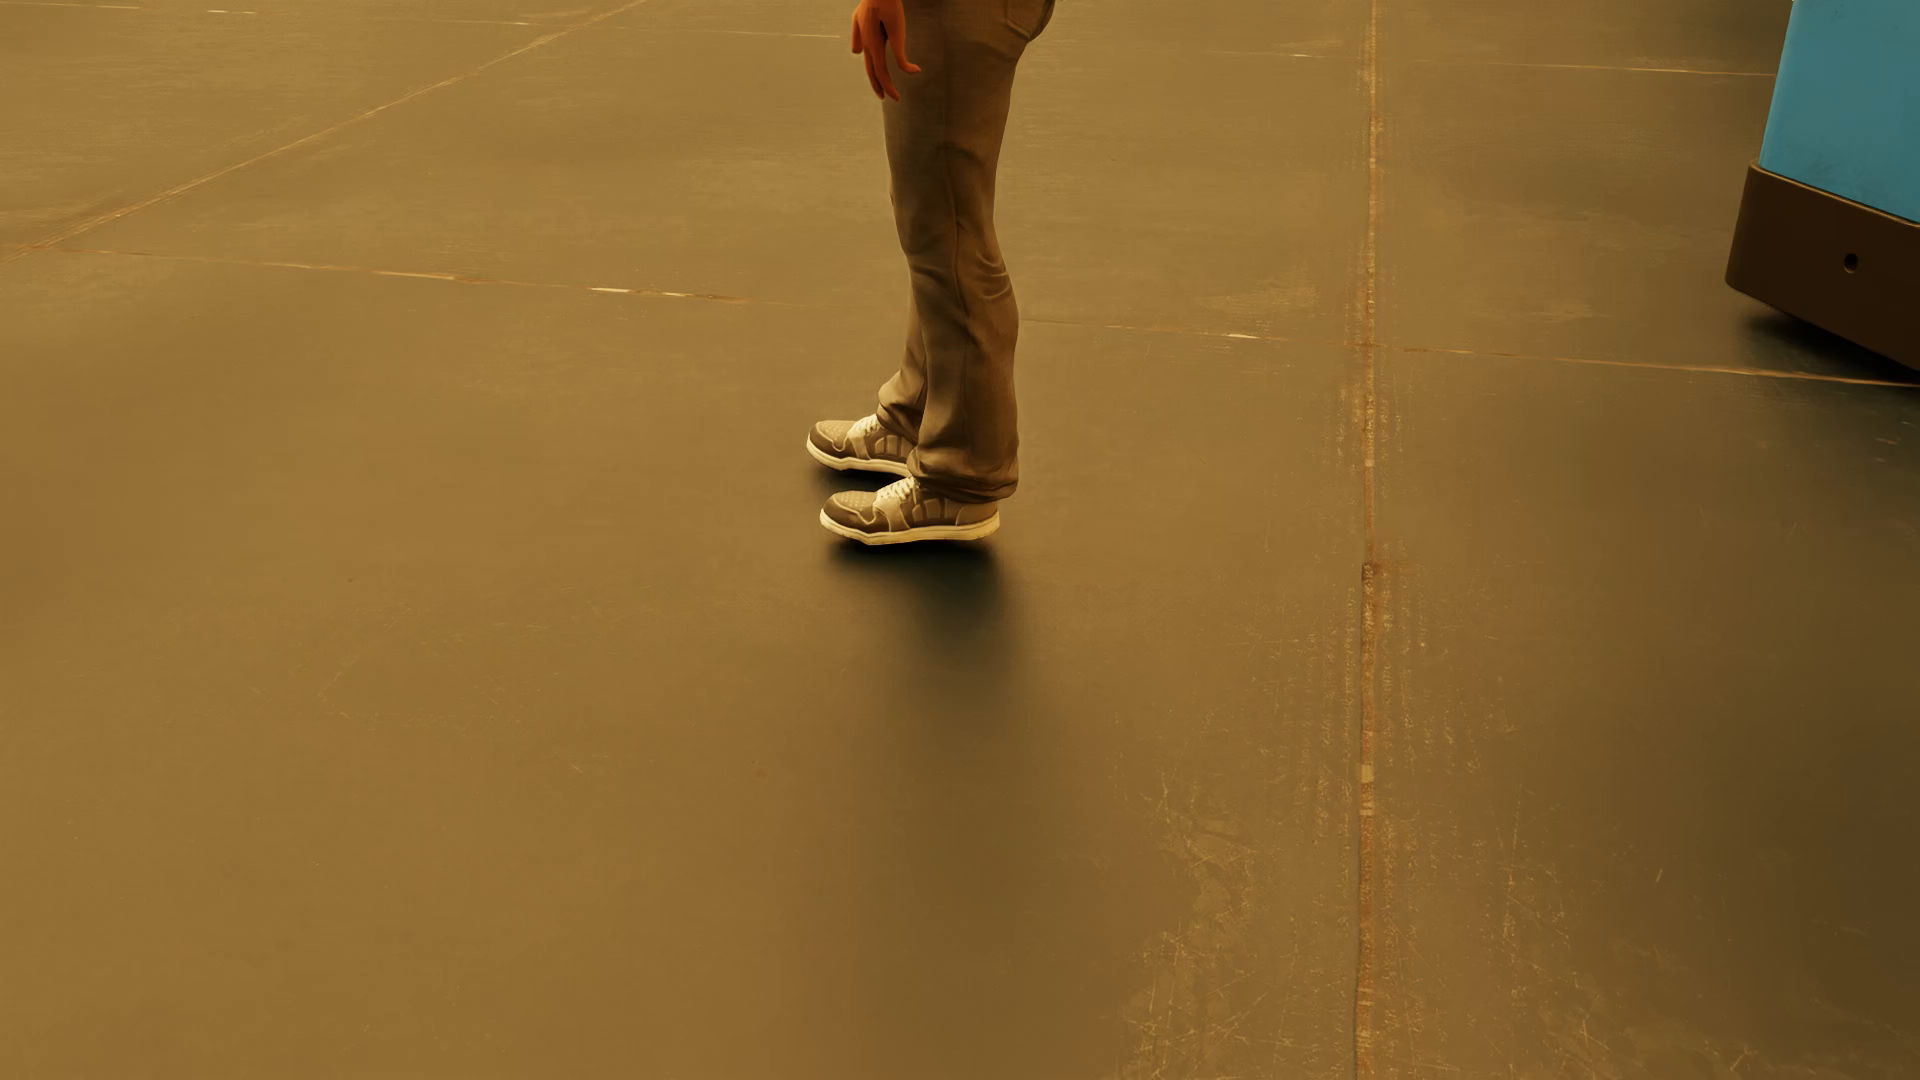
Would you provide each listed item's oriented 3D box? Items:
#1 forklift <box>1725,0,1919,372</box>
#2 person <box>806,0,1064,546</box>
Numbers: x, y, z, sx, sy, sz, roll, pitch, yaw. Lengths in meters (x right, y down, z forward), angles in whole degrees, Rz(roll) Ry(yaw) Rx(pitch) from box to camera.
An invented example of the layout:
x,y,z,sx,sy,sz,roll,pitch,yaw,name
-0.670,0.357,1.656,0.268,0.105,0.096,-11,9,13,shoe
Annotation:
x,y,z,sx,sy,sz,roll,pitch,yaw,name
3.127,-1.750,2.715,3.031,2.935,1.130,-7,28,-14,forklift
-0.070,-0.734,2.164,0.473,1.599,0.520,6,27,11,person
